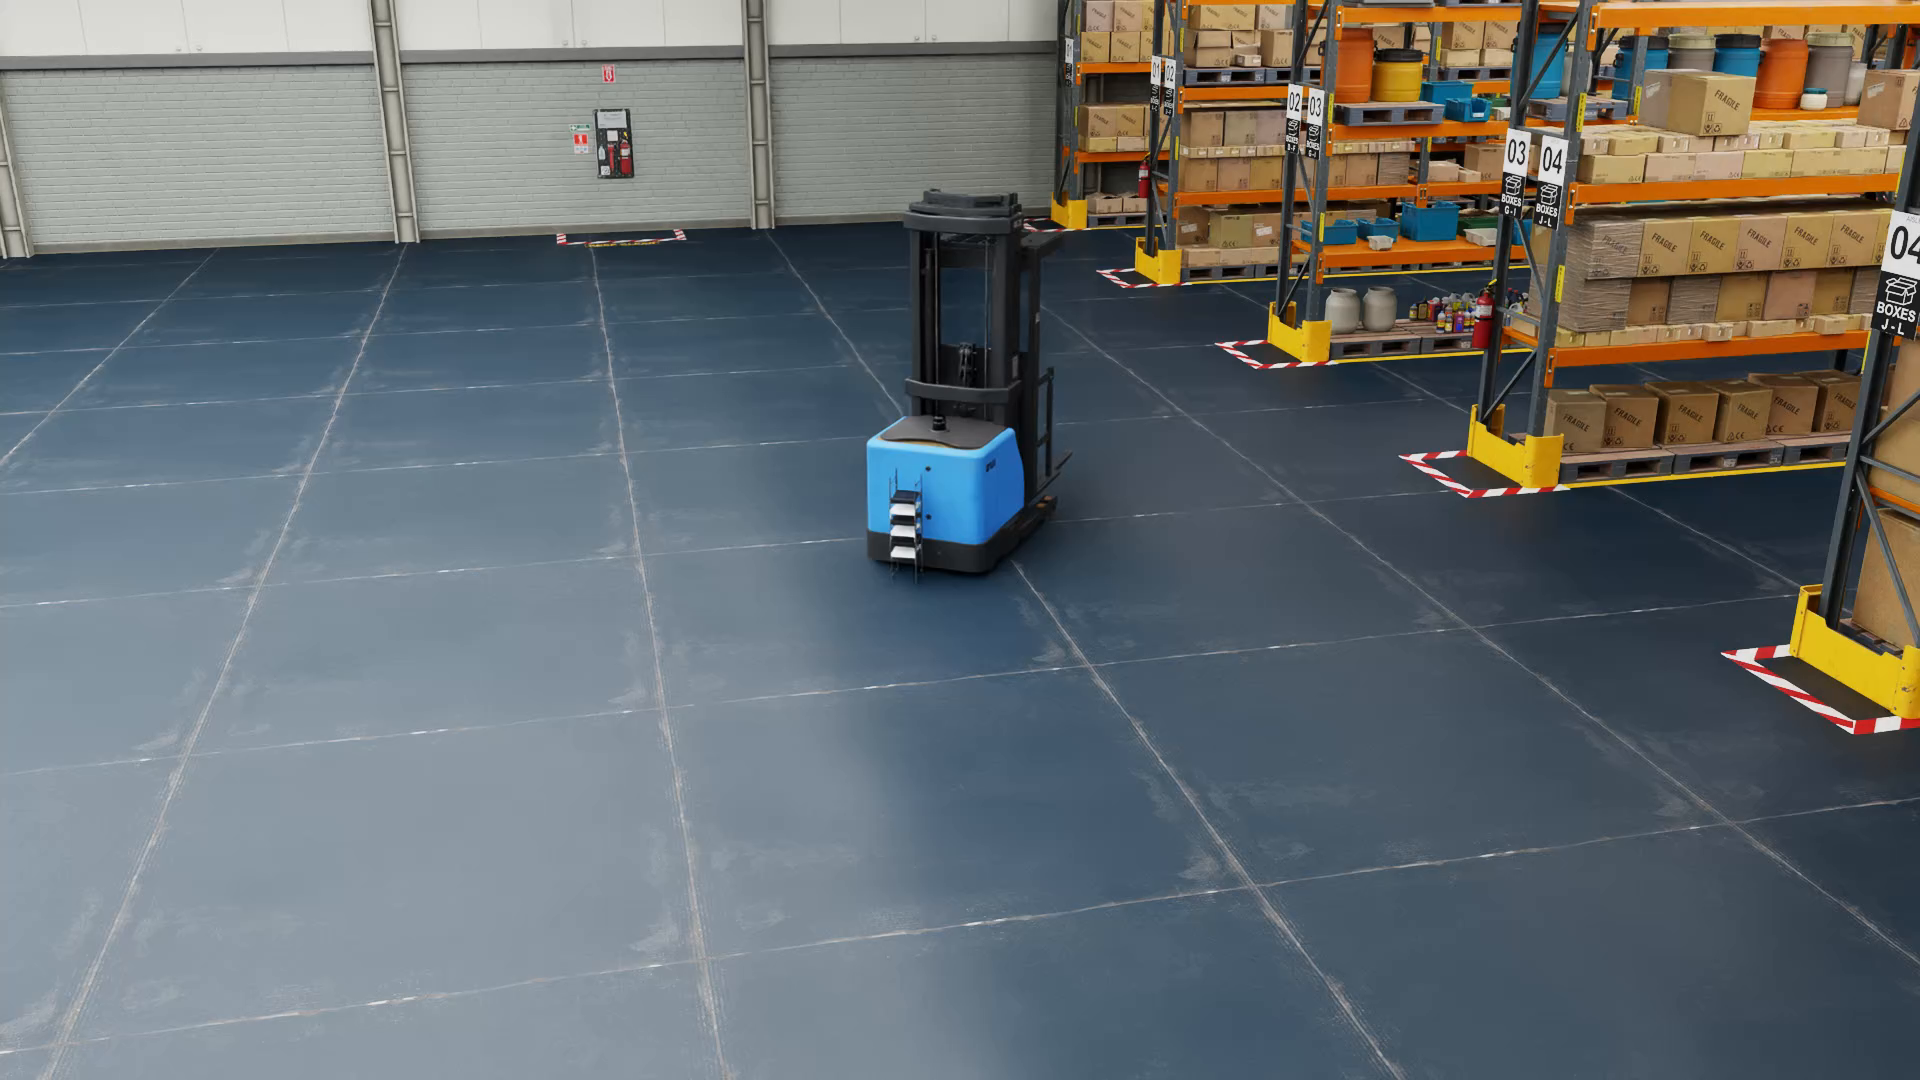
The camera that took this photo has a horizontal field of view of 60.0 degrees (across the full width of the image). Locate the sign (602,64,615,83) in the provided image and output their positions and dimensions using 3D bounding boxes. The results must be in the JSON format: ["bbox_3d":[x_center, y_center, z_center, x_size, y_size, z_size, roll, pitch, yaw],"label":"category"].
[{"bbox_3d":[-5.931,-7.873,28.075,0.199,0.298,0.001,-5,21,-12],"label":"sign"}]

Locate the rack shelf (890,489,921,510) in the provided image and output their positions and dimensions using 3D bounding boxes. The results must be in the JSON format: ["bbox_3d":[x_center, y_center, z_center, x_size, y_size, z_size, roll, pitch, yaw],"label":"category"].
[{"bbox_3d":[-0.429,-0.324,13.202,0.200,0.077,0.258,4,20,11],"label":"rack shelf"}]

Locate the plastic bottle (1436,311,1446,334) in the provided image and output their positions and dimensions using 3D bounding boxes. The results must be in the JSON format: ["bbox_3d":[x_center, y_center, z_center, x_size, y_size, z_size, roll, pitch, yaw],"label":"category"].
[{"bbox_3d":[5.986,-2.713,20.686,0.097,0.271,0.097,0,20,0],"label":"plastic bottle"}]

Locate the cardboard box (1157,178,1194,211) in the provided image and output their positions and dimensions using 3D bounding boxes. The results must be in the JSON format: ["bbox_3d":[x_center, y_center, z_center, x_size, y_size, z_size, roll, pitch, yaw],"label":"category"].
[{"bbox_3d":[3.844,-6.208,29.896,0.500,0.500,0.700,-6,21,-16],"label":"cardboard box"}]

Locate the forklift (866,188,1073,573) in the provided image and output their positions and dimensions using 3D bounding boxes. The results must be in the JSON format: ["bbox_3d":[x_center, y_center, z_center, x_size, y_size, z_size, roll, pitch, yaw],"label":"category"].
[{"bbox_3d":[0.232,-1.584,14.378,1.130,2.935,3.031,8,21,20],"label":"forklift"}]

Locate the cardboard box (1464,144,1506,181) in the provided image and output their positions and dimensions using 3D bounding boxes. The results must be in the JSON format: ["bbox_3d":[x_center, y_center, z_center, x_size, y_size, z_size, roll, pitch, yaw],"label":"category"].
[{"bbox_3d":[8.170,-5.867,25.825,0.500,0.500,0.500,-3,20,-9],"label":"cardboard box"}]

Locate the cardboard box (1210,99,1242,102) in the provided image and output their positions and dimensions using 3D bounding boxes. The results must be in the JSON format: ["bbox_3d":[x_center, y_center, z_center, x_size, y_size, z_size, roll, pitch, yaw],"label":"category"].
[{"bbox_3d":[4.753,-7.665,29.977,0.500,0.500,0.500,-5,21,-13],"label":"cardboard box"}]

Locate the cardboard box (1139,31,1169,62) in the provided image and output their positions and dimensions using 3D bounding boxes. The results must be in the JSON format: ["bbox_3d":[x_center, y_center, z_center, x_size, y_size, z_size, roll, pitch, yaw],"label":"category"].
[{"bbox_3d":[3.288,-8.545,28.745,0.500,0.500,0.500,-4,20,-10],"label":"cardboard box"}]

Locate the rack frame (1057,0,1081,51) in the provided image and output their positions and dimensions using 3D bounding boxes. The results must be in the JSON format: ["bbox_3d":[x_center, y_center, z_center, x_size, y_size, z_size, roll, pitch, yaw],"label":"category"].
[{"bbox_3d":[1.870,-9.881,28.207,0.127,3.000,1.000,-5,21,-12],"label":"rack frame"}]

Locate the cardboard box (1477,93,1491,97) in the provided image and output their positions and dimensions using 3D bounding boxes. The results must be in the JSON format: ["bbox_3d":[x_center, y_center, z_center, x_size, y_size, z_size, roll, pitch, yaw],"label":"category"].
[{"bbox_3d":[10.037,-8.368,31.101,0.500,0.250,0.500,-4,21,-11],"label":"cardboard box"}]

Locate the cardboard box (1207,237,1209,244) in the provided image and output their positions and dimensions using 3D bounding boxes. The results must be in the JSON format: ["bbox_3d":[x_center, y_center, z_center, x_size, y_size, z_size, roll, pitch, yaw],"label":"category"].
[{"bbox_3d":[3.951,-4.498,25.618,0.500,0.250,0.500,-5,21,-12],"label":"cardboard box"}]

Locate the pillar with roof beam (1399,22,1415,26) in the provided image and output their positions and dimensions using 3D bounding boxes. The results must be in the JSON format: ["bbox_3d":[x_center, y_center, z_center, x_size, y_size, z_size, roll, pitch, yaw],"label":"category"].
[{"bbox_3d":[9.182,-9.260,26.511,0.400,9.000,9.100,-5,21,-12],"label":"pillar with roof beam"}]

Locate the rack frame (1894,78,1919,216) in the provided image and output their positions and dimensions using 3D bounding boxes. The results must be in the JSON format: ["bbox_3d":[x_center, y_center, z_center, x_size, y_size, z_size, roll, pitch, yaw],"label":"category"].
[{"bbox_3d":[6.332,-3.239,10.074,0.127,3.000,1.000,-5,21,-12],"label":"rack frame"}]

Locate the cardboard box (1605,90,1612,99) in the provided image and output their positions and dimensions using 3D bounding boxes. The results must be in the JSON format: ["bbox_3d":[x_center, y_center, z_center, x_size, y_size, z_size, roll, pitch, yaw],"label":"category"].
[{"bbox_3d":[12.156,-8.362,31.084,0.500,0.250,0.500,-4,21,-11],"label":"cardboard box"}]

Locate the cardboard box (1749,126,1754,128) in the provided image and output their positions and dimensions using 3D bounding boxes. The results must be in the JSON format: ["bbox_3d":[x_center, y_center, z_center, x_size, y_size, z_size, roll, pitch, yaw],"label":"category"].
[{"bbox_3d":[7.292,-3.862,15.774,0.250,0.149,0.380,-4,21,-11],"label":"cardboard box"}]

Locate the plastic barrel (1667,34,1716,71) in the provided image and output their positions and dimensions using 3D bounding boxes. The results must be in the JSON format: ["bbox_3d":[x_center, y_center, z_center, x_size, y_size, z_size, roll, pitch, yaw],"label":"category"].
[{"bbox_3d":[9.124,-5.873,20.897,0.600,0.901,0.600,0,20,0],"label":"plastic barrel"}]

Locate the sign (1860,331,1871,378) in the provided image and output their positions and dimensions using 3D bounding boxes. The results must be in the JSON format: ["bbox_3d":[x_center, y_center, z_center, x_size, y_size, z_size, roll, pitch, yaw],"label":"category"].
[{"bbox_3d":[6.221,-1.260,11.365,0.005,0.325,0.100,-5,21,-12],"label":"sign"}]

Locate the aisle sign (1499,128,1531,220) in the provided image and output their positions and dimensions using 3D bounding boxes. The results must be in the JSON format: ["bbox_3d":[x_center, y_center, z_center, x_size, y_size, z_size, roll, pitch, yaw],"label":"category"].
[{"bbox_3d":[5.160,-3.406,15.473,0.004,0.787,0.394,-5,21,-12],"label":"aisle sign"}]

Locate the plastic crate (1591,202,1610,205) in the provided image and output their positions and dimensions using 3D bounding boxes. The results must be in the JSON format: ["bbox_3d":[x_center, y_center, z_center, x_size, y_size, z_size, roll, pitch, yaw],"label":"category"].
[{"bbox_3d":[8.443,-4.236,21.423,0.583,0.464,0.402,-5,21,-12],"label":"plastic crate"}]

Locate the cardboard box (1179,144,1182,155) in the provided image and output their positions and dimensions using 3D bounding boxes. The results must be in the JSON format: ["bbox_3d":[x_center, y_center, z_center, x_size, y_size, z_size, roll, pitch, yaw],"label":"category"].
[{"bbox_3d":[3.341,-5.852,24.841,0.250,0.149,0.380,-5,21,-13],"label":"cardboard box"}]

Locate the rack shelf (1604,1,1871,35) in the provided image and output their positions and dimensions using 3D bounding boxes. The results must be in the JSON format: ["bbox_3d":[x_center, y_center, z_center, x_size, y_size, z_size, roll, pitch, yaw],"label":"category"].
[{"bbox_3d":[9.988,-6.514,20.643,4.000,0.370,1.077,-5,21,-12],"label":"rack shelf"}]

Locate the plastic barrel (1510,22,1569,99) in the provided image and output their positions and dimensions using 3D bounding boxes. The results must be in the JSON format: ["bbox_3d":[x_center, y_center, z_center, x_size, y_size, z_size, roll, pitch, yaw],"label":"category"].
[{"bbox_3d":[7.049,-5.863,20.258,0.708,0.901,0.600,-5,21,-12],"label":"plastic barrel"}]

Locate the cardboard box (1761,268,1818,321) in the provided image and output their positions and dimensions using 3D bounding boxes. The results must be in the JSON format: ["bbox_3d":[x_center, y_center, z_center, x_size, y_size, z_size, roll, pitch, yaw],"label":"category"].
[{"bbox_3d":[7.772,-2.477,16.139,0.500,0.500,0.875,-5,21,-12],"label":"cardboard box"}]

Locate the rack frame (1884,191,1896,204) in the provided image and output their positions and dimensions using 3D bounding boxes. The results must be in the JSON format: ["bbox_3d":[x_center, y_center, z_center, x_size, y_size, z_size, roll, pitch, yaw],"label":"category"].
[{"bbox_3d":[11.935,-4.381,21.914,0.127,3.000,1.000,-5,21,-12],"label":"rack frame"}]

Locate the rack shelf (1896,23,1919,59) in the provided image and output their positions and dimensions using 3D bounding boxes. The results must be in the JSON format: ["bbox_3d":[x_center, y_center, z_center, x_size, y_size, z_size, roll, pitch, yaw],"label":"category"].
[{"bbox_3d":[11.128,-4.856,16.117,4.000,0.370,1.077,-5,21,-12],"label":"rack shelf"}]

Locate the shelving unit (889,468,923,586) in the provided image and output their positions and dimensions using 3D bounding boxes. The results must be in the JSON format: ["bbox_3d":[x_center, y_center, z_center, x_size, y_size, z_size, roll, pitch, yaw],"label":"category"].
[{"bbox_3d":[-0.429,-0.101,13.283,0.210,0.900,0.258,4,20,11],"label":"shelving unit"}]

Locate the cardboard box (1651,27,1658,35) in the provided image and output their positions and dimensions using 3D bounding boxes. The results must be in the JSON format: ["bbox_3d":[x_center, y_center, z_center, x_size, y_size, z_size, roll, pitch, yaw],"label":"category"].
[{"bbox_3d":[12.666,-9.643,31.133,0.500,0.500,0.700,-6,21,-15],"label":"cardboard box"}]

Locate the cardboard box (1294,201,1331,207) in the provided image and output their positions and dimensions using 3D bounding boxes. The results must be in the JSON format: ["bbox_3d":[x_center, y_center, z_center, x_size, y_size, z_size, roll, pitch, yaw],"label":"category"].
[{"bbox_3d":[5.410,-4.970,25.819,0.500,0.500,0.500,-5,21,-12],"label":"cardboard box"}]

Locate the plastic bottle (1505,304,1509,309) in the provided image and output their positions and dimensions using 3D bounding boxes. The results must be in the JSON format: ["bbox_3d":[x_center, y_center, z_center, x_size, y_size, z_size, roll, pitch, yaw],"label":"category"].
[{"bbox_3d":[6.932,-2.840,21.016,0.133,0.283,0.061,-5,21,-12],"label":"plastic bottle"}]

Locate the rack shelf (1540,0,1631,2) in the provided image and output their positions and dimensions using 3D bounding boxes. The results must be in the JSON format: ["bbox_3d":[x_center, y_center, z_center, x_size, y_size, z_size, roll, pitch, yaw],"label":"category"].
[{"bbox_3d":[8.852,-8.173,25.170,4.000,0.370,1.077,-5,21,-12],"label":"rack shelf"}]

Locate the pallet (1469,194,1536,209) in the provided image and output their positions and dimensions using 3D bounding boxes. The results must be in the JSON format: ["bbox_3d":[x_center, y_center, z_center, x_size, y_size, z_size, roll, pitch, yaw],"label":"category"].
[{"bbox_3d":[10.440,-6.425,31.548,1.213,0.211,1.003,-5,21,-12],"label":"pallet"}]

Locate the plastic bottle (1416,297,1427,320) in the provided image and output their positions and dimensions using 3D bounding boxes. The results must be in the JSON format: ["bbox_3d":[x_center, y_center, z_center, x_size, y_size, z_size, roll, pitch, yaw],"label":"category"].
[{"bbox_3d":[5.945,-2.987,21.417,0.133,0.283,0.061,-4,21,-11],"label":"plastic bottle"}]

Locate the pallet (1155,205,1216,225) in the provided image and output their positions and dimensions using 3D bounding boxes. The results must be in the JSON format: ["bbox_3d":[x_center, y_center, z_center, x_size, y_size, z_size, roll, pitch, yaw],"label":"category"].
[{"bbox_3d":[3.927,-5.909,30.138,1.213,0.211,1.003,-5,21,-12],"label":"pallet"}]

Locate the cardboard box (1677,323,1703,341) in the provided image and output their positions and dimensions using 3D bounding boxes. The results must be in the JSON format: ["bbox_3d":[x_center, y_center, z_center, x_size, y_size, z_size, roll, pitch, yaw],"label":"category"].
[{"bbox_3d":[6.836,-2.016,15.823,0.250,0.149,0.380,-5,21,-12],"label":"cardboard box"}]

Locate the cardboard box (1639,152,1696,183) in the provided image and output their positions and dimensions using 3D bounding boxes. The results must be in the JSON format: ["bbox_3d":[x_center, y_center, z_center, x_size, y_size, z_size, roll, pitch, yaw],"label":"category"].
[{"bbox_3d":[6.318,-3.423,15.155,0.500,0.250,0.500,-5,21,-14],"label":"cardboard box"}]

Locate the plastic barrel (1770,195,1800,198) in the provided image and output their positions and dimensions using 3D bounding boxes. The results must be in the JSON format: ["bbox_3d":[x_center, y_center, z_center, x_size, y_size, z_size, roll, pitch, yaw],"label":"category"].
[{"bbox_3d":[10.573,-4.248,21.387,0.421,0.512,0.421,0,20,0],"label":"plastic barrel"}]

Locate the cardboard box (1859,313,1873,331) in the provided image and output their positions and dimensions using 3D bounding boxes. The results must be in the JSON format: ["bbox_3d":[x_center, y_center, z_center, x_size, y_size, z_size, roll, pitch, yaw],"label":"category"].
[{"bbox_3d":[8.795,-2.157,16.207,0.250,0.149,0.380,-5,21,-12],"label":"cardboard box"}]

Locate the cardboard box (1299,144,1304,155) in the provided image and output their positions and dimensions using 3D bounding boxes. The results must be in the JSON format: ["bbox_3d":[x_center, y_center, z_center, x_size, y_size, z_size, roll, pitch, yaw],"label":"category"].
[{"bbox_3d":[4.941,-5.838,24.803,0.250,0.149,0.380,-4,21,-12],"label":"cardboard box"}]

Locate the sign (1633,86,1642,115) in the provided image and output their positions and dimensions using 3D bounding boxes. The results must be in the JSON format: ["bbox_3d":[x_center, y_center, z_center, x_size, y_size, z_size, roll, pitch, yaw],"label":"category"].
[{"bbox_3d":[8.158,-5.292,20.027,0.005,0.325,0.100,-5,21,-12],"label":"sign"}]

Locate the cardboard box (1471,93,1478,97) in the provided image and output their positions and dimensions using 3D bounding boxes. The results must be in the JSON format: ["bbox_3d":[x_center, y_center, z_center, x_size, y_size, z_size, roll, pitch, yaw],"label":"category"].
[{"bbox_3d":[9.326,-8.218,30.661,0.250,0.149,0.380,-7,21,-20],"label":"cardboard box"}]

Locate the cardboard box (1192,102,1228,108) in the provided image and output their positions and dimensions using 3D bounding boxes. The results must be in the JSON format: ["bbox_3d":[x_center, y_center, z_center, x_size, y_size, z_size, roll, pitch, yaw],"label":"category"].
[{"bbox_3d":[4.397,-7.453,29.400,0.500,0.500,0.500,-5,21,-14],"label":"cardboard box"}]

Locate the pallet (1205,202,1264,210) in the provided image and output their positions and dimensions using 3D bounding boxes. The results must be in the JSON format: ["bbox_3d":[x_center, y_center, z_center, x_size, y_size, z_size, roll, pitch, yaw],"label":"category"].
[{"bbox_3d":[5.117,-6.007,30.405,1.213,0.211,1.003,-5,21,-12],"label":"pallet"}]

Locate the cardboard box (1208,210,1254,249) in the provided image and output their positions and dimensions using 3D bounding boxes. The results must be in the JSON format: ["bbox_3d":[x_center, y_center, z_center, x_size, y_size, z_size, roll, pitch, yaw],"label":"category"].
[{"bbox_3d":[4.073,-4.673,25.007,0.500,0.500,0.500,-5,21,-12],"label":"cardboard box"}]

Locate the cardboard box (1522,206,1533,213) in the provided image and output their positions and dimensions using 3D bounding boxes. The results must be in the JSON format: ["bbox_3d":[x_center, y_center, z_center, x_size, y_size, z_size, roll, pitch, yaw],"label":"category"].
[{"bbox_3d":[9.215,-5.182,26.672,0.500,0.311,0.500,-5,21,-14],"label":"cardboard box"}]

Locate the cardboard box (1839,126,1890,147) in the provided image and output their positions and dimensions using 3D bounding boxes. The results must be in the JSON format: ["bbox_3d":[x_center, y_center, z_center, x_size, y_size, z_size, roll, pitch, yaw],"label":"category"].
[{"bbox_3d":[8.427,-3.770,15.524,0.250,0.149,0.380,-6,21,-15],"label":"cardboard box"}]

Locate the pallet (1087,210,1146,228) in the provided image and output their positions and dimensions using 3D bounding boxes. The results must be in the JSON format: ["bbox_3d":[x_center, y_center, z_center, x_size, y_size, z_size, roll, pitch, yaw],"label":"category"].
[{"bbox_3d":[2.742,-5.813,29.878,1.213,0.211,1.003,-5,21,-12],"label":"pallet"}]

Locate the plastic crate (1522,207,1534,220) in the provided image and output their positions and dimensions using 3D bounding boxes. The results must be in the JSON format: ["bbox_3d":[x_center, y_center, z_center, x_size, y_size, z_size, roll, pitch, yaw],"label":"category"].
[{"bbox_3d":[7.503,-4.037,21.064,0.504,0.338,0.767,-5,21,-12],"label":"plastic crate"}]

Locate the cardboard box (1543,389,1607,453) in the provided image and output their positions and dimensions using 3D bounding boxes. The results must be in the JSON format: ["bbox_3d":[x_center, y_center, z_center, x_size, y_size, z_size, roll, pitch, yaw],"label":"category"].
[{"bbox_3d":[5.901,-1.158,16.137,0.500,0.500,0.500,-1,20,-2],"label":"cardboard box"}]

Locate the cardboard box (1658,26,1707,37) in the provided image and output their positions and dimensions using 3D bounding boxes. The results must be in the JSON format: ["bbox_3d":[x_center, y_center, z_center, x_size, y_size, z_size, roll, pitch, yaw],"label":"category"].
[{"bbox_3d":[11.225,-7.997,25.825,0.500,0.500,0.500,-5,21,-12],"label":"cardboard box"}]

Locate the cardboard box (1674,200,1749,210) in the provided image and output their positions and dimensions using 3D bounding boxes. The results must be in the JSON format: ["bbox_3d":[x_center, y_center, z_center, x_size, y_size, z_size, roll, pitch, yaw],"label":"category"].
[{"bbox_3d":[7.229,-2.990,16.084,0.500,0.500,0.500,-5,21,-12],"label":"cardboard box"}]

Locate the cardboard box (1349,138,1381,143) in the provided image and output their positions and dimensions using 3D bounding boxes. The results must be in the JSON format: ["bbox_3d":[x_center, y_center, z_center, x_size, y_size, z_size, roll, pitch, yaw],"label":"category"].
[{"bbox_3d":[5.984,-6.302,25.125,0.500,0.500,0.700,-5,21,-13],"label":"cardboard box"}]

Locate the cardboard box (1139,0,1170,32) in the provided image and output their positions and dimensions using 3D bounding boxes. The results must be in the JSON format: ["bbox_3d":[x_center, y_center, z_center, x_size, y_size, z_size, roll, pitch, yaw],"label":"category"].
[{"bbox_3d":[3.297,-9.015,28.575,0.500,0.500,0.500,-4,21,-11],"label":"cardboard box"}]

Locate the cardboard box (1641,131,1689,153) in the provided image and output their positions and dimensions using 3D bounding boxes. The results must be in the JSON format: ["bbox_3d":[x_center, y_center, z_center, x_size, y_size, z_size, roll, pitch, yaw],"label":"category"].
[{"bbox_3d":[6.384,-3.607,15.078,0.250,0.149,0.380,-4,20,-10],"label":"cardboard box"}]

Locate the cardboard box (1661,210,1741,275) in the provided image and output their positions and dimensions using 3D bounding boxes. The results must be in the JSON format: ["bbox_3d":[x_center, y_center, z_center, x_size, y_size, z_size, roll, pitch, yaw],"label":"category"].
[{"bbox_3d":[6.862,-2.776,15.500,0.500,0.500,0.500,-5,21,-12],"label":"cardboard box"}]

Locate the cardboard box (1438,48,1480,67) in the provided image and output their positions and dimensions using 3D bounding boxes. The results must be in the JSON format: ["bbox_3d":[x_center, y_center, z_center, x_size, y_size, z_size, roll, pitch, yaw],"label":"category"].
[{"bbox_3d":[7.508,-7.304,25.139,0.500,0.250,0.500,-3,20,-7],"label":"cardboard box"}]

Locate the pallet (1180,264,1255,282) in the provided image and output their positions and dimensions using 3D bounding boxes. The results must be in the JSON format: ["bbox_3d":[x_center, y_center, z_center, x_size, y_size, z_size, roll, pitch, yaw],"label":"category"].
[{"bbox_3d":[3.748,-4.172,25.396,1.213,0.211,1.003,-5,21,-12],"label":"pallet"}]
